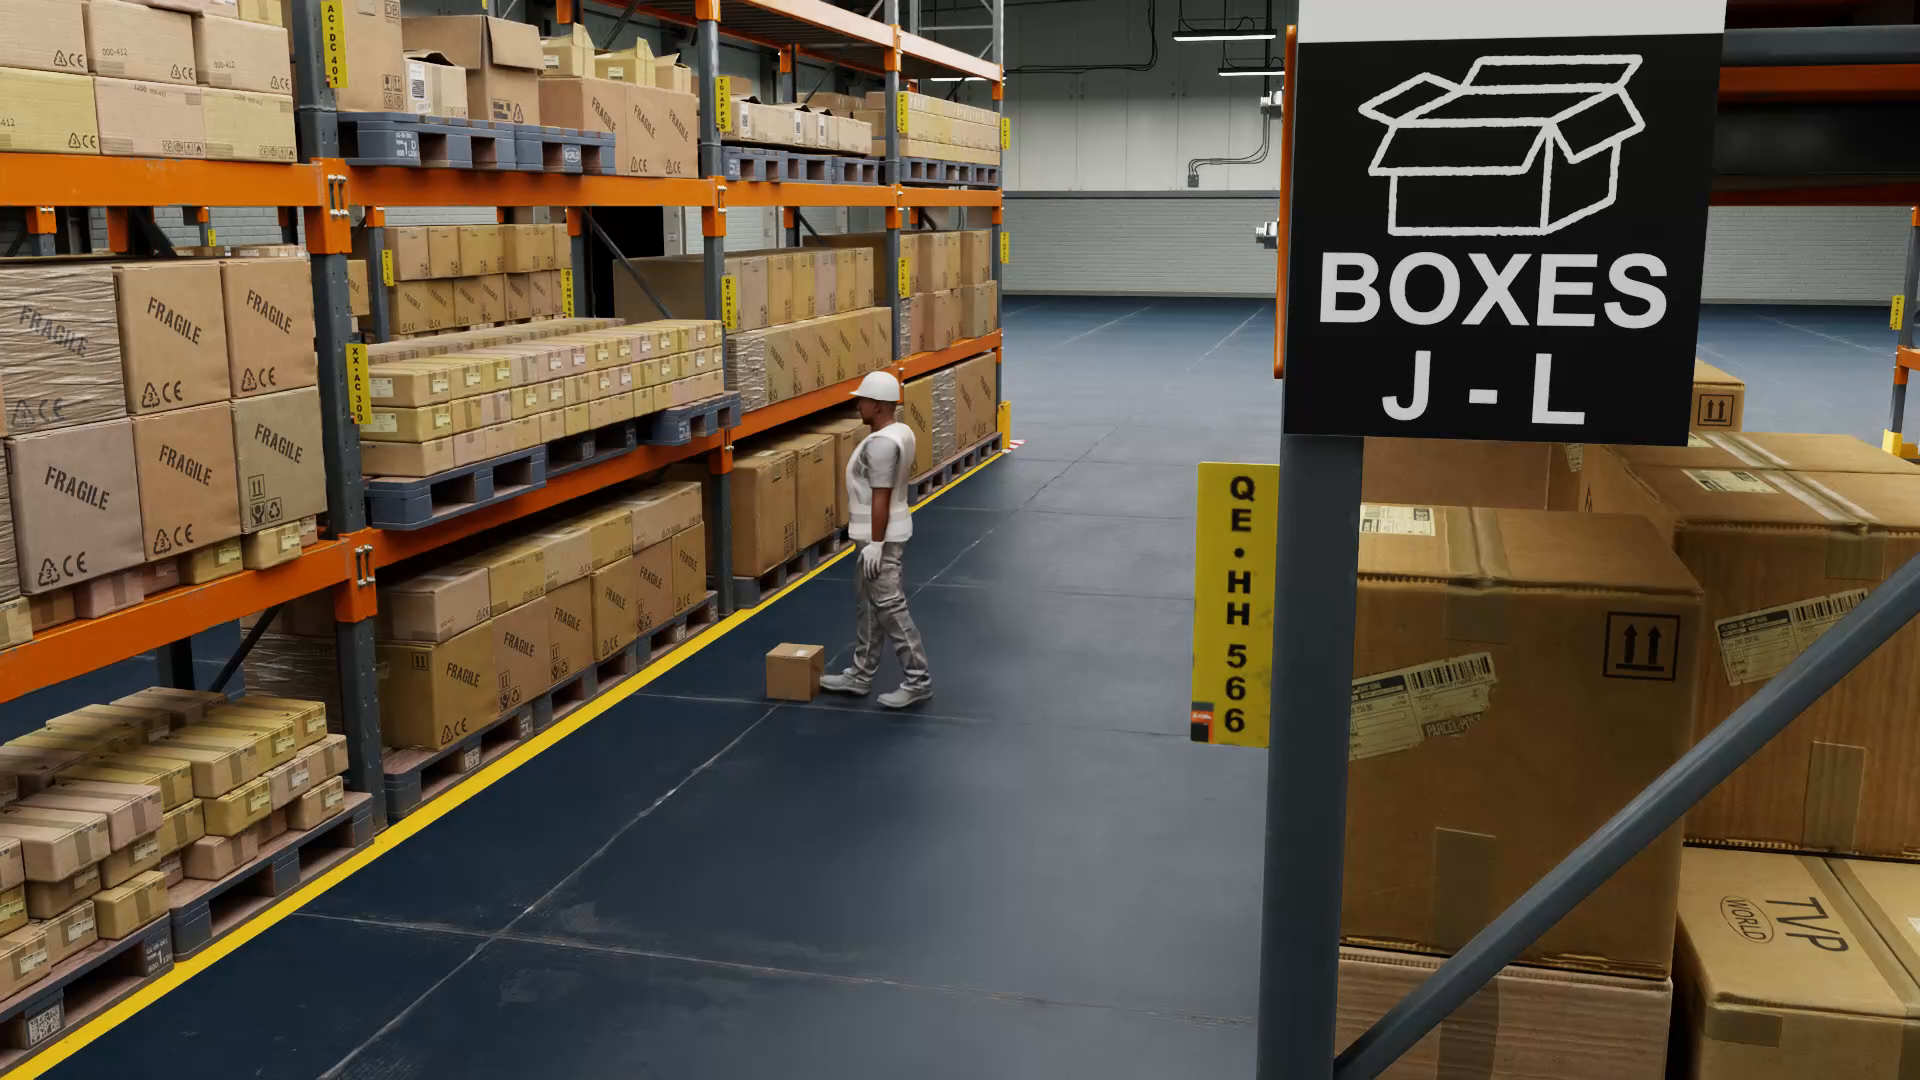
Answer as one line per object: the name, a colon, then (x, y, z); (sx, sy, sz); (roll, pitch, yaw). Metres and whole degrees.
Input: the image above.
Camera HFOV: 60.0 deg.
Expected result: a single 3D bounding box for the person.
person: (-0.471, -0.010, 8.895); (0.675, 1.787, 0.569); (1, 11, 7)
